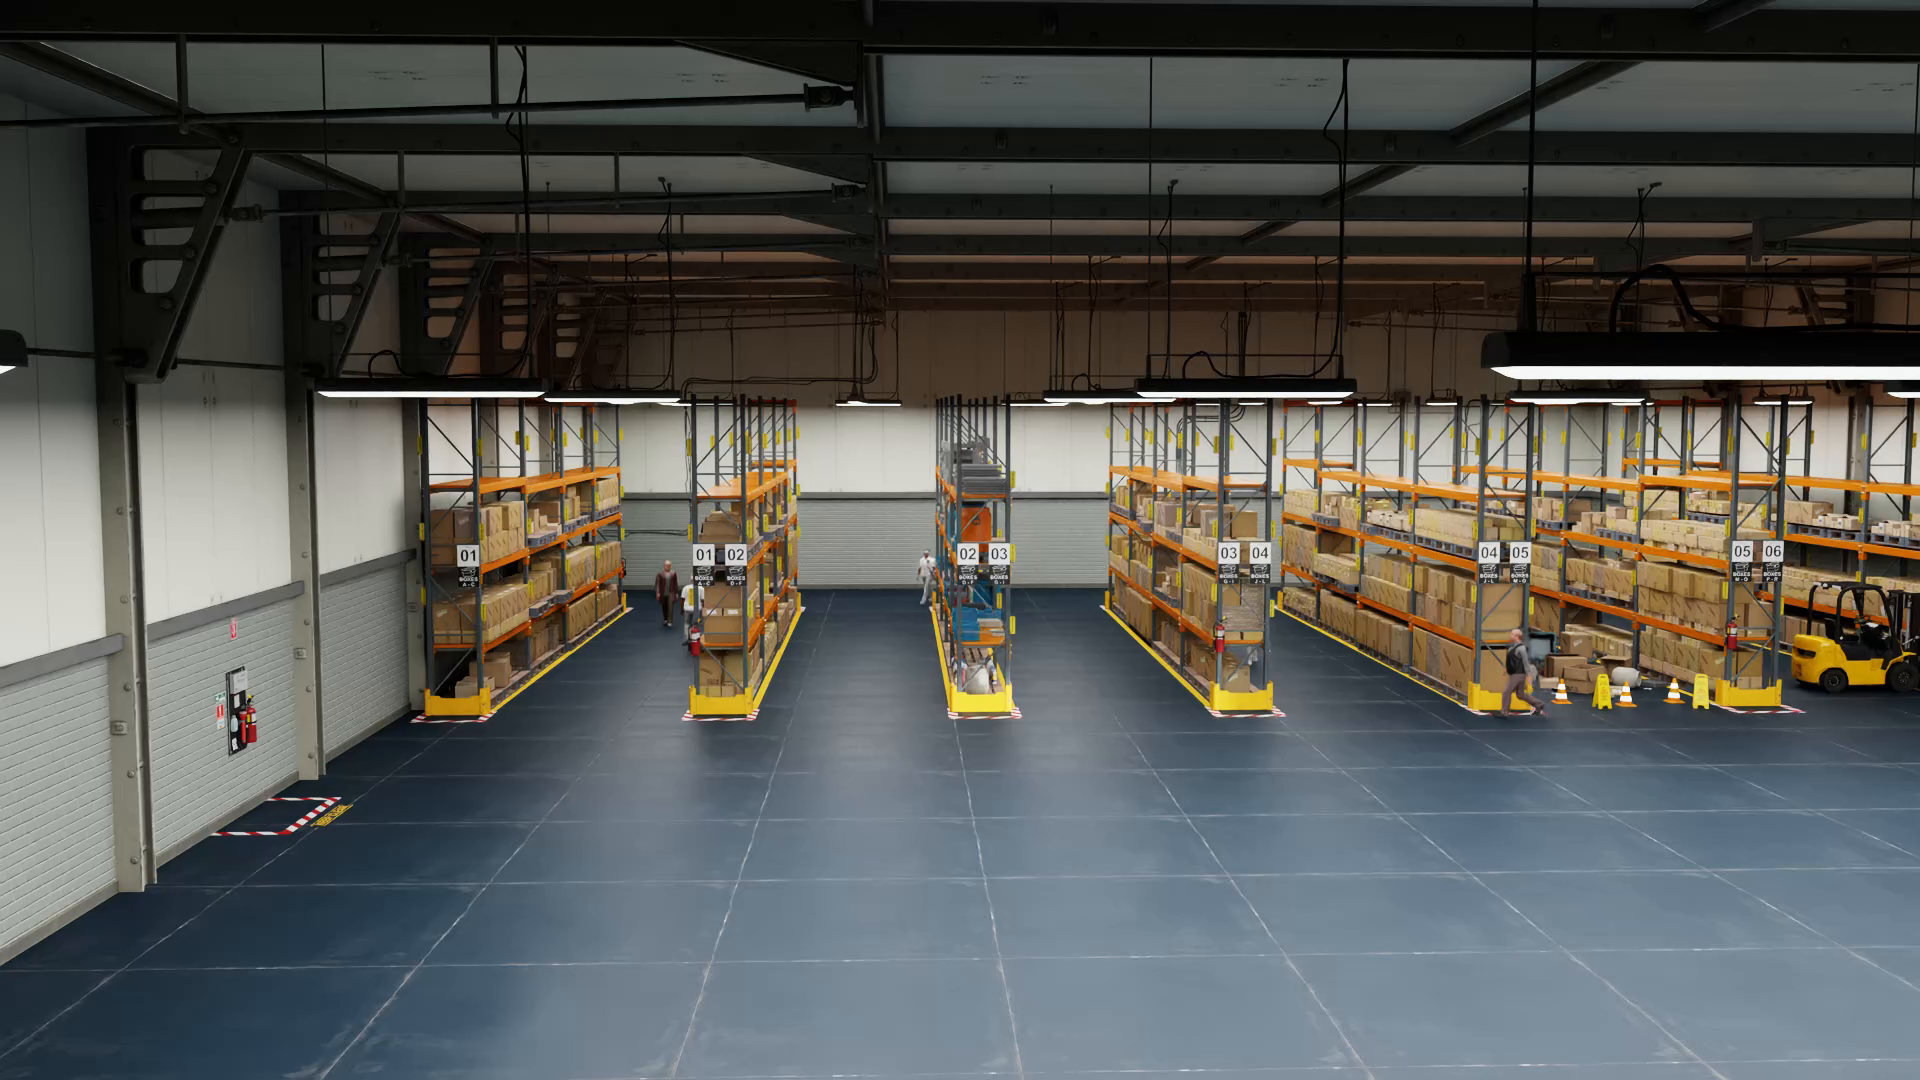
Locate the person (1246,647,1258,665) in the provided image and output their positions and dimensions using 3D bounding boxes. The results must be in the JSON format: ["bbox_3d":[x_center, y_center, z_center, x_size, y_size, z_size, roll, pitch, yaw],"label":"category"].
[{"bbox_3d":[6.610,1.946,37.518,0.501,1.699,0.617,1,5,8],"label":"person"}]

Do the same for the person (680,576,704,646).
[{"bbox_3d":[-6.407,1.693,39.907,0.611,1.761,0.478,0,4,1],"label":"person"}]

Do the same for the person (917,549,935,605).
[{"bbox_3d":[-0.980,1.047,48.804,0.447,1.608,1.077,3,5,32],"label":"person"}]

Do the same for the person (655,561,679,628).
[{"bbox_3d":[-7.703,1.414,43.641,0.602,1.716,1.170,0,5,-5],"label":"person"}]

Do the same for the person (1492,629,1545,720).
[{"bbox_3d":[10.330,2.473,30.708,1.047,1.670,0.589,0,4,0],"label":"person"}]
